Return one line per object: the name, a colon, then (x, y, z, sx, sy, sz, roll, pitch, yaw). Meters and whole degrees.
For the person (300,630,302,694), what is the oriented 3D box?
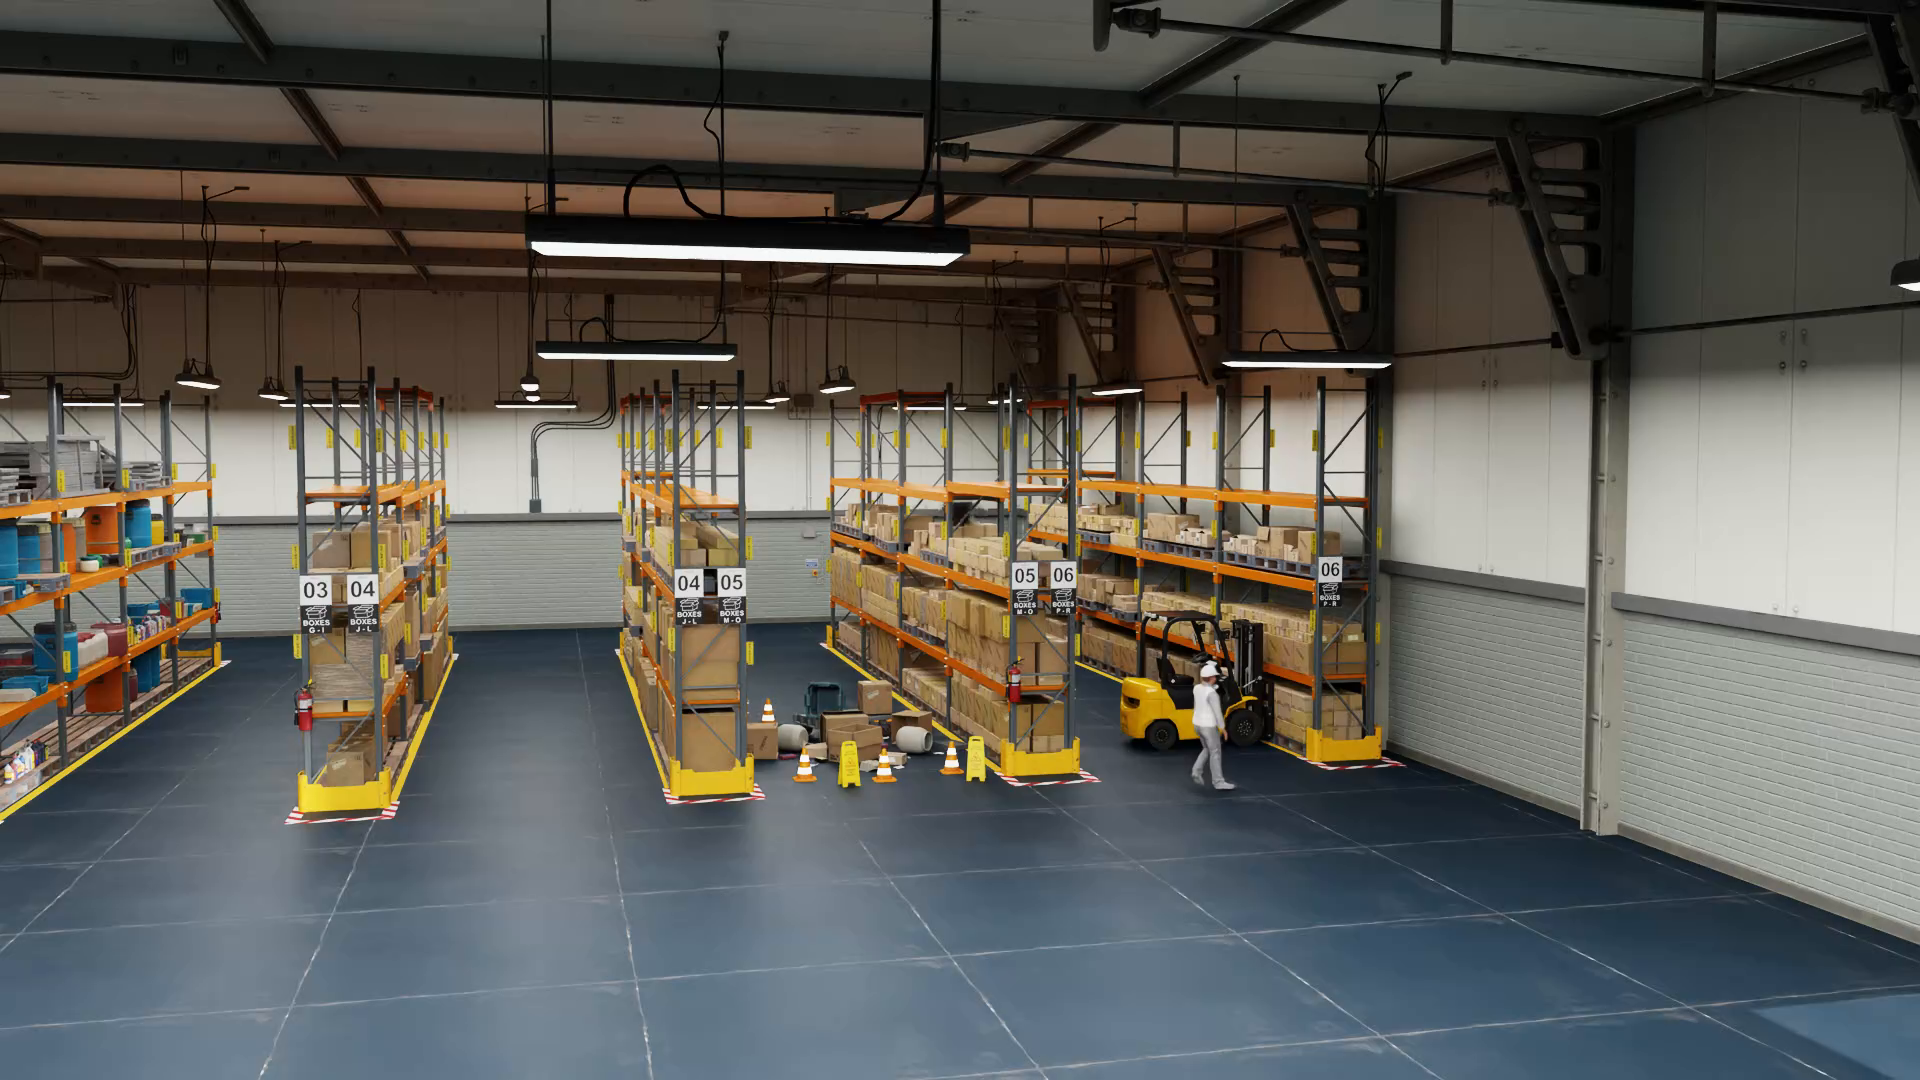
person: (-12.668, 2.158, 32.812, 0.734, 1.694, 1.086, 0, 3, -6)

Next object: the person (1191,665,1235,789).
person: (3.614, 2.681, 23.929, 0.563, 1.772, 0.620, -1, 4, -22)
